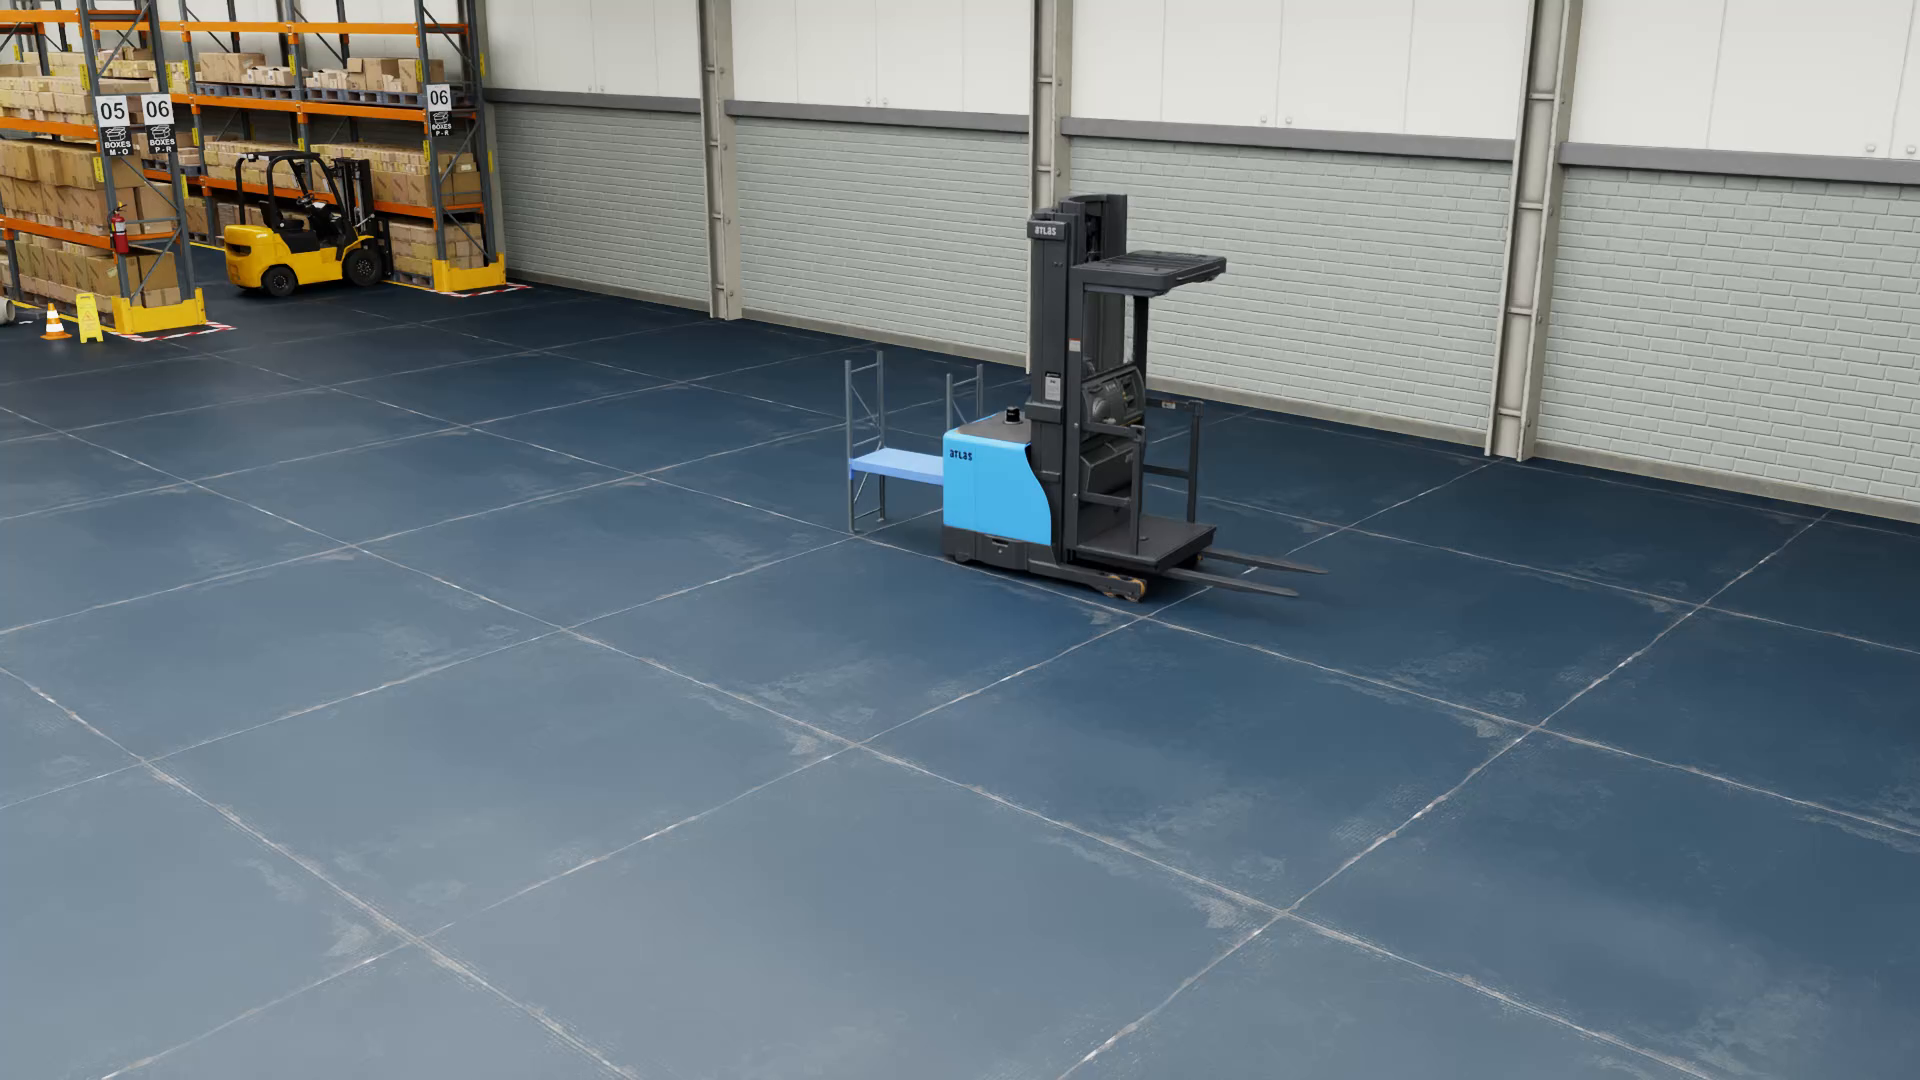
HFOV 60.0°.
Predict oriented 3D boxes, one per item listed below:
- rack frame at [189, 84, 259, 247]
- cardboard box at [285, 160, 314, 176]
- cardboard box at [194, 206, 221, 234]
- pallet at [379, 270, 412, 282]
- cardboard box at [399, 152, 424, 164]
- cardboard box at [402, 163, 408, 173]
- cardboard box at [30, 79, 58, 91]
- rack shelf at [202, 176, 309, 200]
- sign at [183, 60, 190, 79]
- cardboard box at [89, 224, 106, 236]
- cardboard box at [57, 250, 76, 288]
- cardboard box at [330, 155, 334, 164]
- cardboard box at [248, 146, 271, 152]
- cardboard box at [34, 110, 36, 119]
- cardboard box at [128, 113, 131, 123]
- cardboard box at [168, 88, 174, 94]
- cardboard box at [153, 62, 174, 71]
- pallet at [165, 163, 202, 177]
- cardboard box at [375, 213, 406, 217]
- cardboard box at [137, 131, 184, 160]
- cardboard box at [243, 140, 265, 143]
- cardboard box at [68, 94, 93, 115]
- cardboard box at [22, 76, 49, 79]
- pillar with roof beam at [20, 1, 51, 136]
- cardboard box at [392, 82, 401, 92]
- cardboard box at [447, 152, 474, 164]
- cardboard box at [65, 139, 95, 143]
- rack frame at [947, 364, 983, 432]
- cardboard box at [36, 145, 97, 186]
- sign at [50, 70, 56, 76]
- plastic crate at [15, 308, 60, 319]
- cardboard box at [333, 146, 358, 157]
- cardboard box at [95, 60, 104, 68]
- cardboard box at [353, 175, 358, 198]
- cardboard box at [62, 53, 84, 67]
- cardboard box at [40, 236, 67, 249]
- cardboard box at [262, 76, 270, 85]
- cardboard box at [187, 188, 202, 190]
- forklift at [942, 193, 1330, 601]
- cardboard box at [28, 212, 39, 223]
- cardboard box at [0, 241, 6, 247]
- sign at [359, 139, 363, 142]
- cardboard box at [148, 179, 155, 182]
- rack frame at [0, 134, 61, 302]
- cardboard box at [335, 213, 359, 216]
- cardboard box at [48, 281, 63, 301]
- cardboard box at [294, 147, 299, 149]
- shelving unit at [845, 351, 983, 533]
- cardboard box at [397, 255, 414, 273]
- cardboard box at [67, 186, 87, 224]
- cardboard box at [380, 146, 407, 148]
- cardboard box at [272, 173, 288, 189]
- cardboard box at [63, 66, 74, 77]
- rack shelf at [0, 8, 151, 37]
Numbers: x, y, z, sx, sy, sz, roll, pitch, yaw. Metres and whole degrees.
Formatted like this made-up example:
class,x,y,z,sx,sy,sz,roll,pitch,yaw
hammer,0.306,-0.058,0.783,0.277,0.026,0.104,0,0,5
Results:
class,x,y,z,sx,sy,sz,roll,pitch,yaw
rack frame,-13.971,-7.163,31.724,0.127,3.000,1.000,15,23,39
cardboard box,-11.516,-6.568,29.269,0.500,0.250,0.500,14,23,38
cardboard box,-14.430,-6.208,32.153,0.500,0.500,0.500,16,24,41
pallet,-9.496,-4.617,28.310,1.213,0.211,1.003,15,23,39
cardboard box,-8.814,-6.169,26.861,0.250,0.149,0.380,16,23,40
cardboard box,-8.797,-6.031,26.917,0.250,0.149,0.380,16,23,40
cardboard box,-13.035,-6.496,23.759,0.250,0.149,0.380,16,23,40
rack shelf,-12.475,-6.419,30.568,4.000,0.370,1.077,15,23,39
sign,-14.333,-8.717,30.807,0.005,0.325,0.100,15,23,39
cardboard box,-11.964,-4.366,23.325,0.250,0.149,0.380,15,23,39
cardboard box,-12.817,-3.989,24.334,0.500,0.500,0.500,14,23,38
cardboard box,-10.507,-6.496,28.383,0.250,0.149,0.380,15,23,39
cardboard box,-12.607,-7.021,30.038,0.250,0.149,0.380,14,23,38
cardboard box,-13.046,-6.118,23.887,0.250,0.149,0.380,15,23,40
cardboard box,-11.568,-5.916,23.250,0.250,0.149,0.380,14,22,38
cardboard box,-14.893,-8.670,31.762,0.500,0.250,0.500,15,23,39
cardboard box,-15.205,-9.066,31.857,0.250,0.149,0.380,14,23,38
pallet,-14.525,-7.192,32.132,1.003,0.211,1.213,15,23,39
cardboard box,-9.724,-5.468,28.582,0.500,0.250,0.500,15,23,40
cardboard box,-15.775,-7.805,32.886,0.500,0.500,0.700,15,23,39
cardboard box,-13.323,-7.473,31.463,0.250,0.149,0.380,16,23,41
cardboard box,-11.841,-5.975,22.777,0.500,0.250,0.500,15,23,39
cardboard box,-13.889,-6.912,25.071,0.250,0.149,0.380,16,23,40
pillar with roof beam,-24.230,-11.400,35.157,0.400,9.000,9.100,15,23,39
cardboard box,-8.809,-7.212,26.476,0.250,0.149,0.380,14,22,38
cardboard box,-8.097,-6.171,26.869,0.250,0.149,0.380,14,23,38
cardboard box,-18.639,-8.388,35.338,0.500,0.250,0.500,14,23,38
rack frame,0.043,-0.674,13.755,0.032,1.500,0.500,11,21,31
cardboard box,-12.630,-5.335,23.653,0.500,0.500,0.700,15,23,39
sign,-13.917,-7.037,25.512,0.005,0.325,0.100,15,23,39
plastic crate,-13.641,-3.344,24.516,0.583,0.080,0.402,7,19,21
cardboard box,-10.361,-6.571,28.130,0.250,0.149,0.380,16,23,40
cardboard box,-17.030,-9.507,33.214,0.250,0.149,0.380,16,24,41
cardboard box,-10.041,-6.057,28.074,0.500,0.500,0.500,15,23,39
cardboard box,-18.259,-9.955,34.492,0.500,0.250,0.500,16,23,40
cardboard box,-13.367,-4.418,24.614,0.250,0.149,0.380,17,24,42
cardboard box,-12.003,-8.070,29.178,0.250,0.149,0.380,15,23,39
cardboard box,-15.500,-7.025,33.655,0.250,0.149,0.380,15,23,40
forklift,1.363,-1.113,12.773,3.031,2.935,1.130,11,21,31
cardboard box,-13.644,-4.838,24.812,0.250,0.149,0.380,16,24,41
cardboard box,-16.290,-4.725,27.691,0.625,0.372,0.950,14,23,38
sign,-10.612,-6.936,29.447,0.005,0.325,0.100,15,23,39
cardboard box,-16.645,-7.253,33.879,0.250,0.149,0.380,14,22,37
rack frame,-14.271,-5.236,25.652,0.127,3.000,1.000,15,23,39
cardboard box,-10.450,-5.453,28.534,0.500,0.250,0.500,15,23,39
cardboard box,-13.204,-3.736,24.776,0.500,0.250,0.500,15,23,39
cardboard box,-11.826,-7.054,30.144,0.250,0.149,0.380,15,23,39
shelving unit,-0.383,-0.758,14.021,1.048,1.500,0.538,11,21,31
cardboard box,-8.914,-4.571,27.409,0.500,0.250,0.500,15,23,39
cardboard box,-12.240,-4.771,23.529,0.500,0.500,0.500,15,23,39
cardboard box,-9.604,-6.599,28.215,0.250,0.149,0.380,15,23,39
cardboard box,-11.910,-6.430,29.663,0.500,0.250,0.500,15,23,39
cardboard box,-18.261,-9.714,34.559,0.500,0.250,0.500,16,23,40
rack shelf,-12.775,-7.350,23.589,4.000,0.370,1.077,15,23,39
